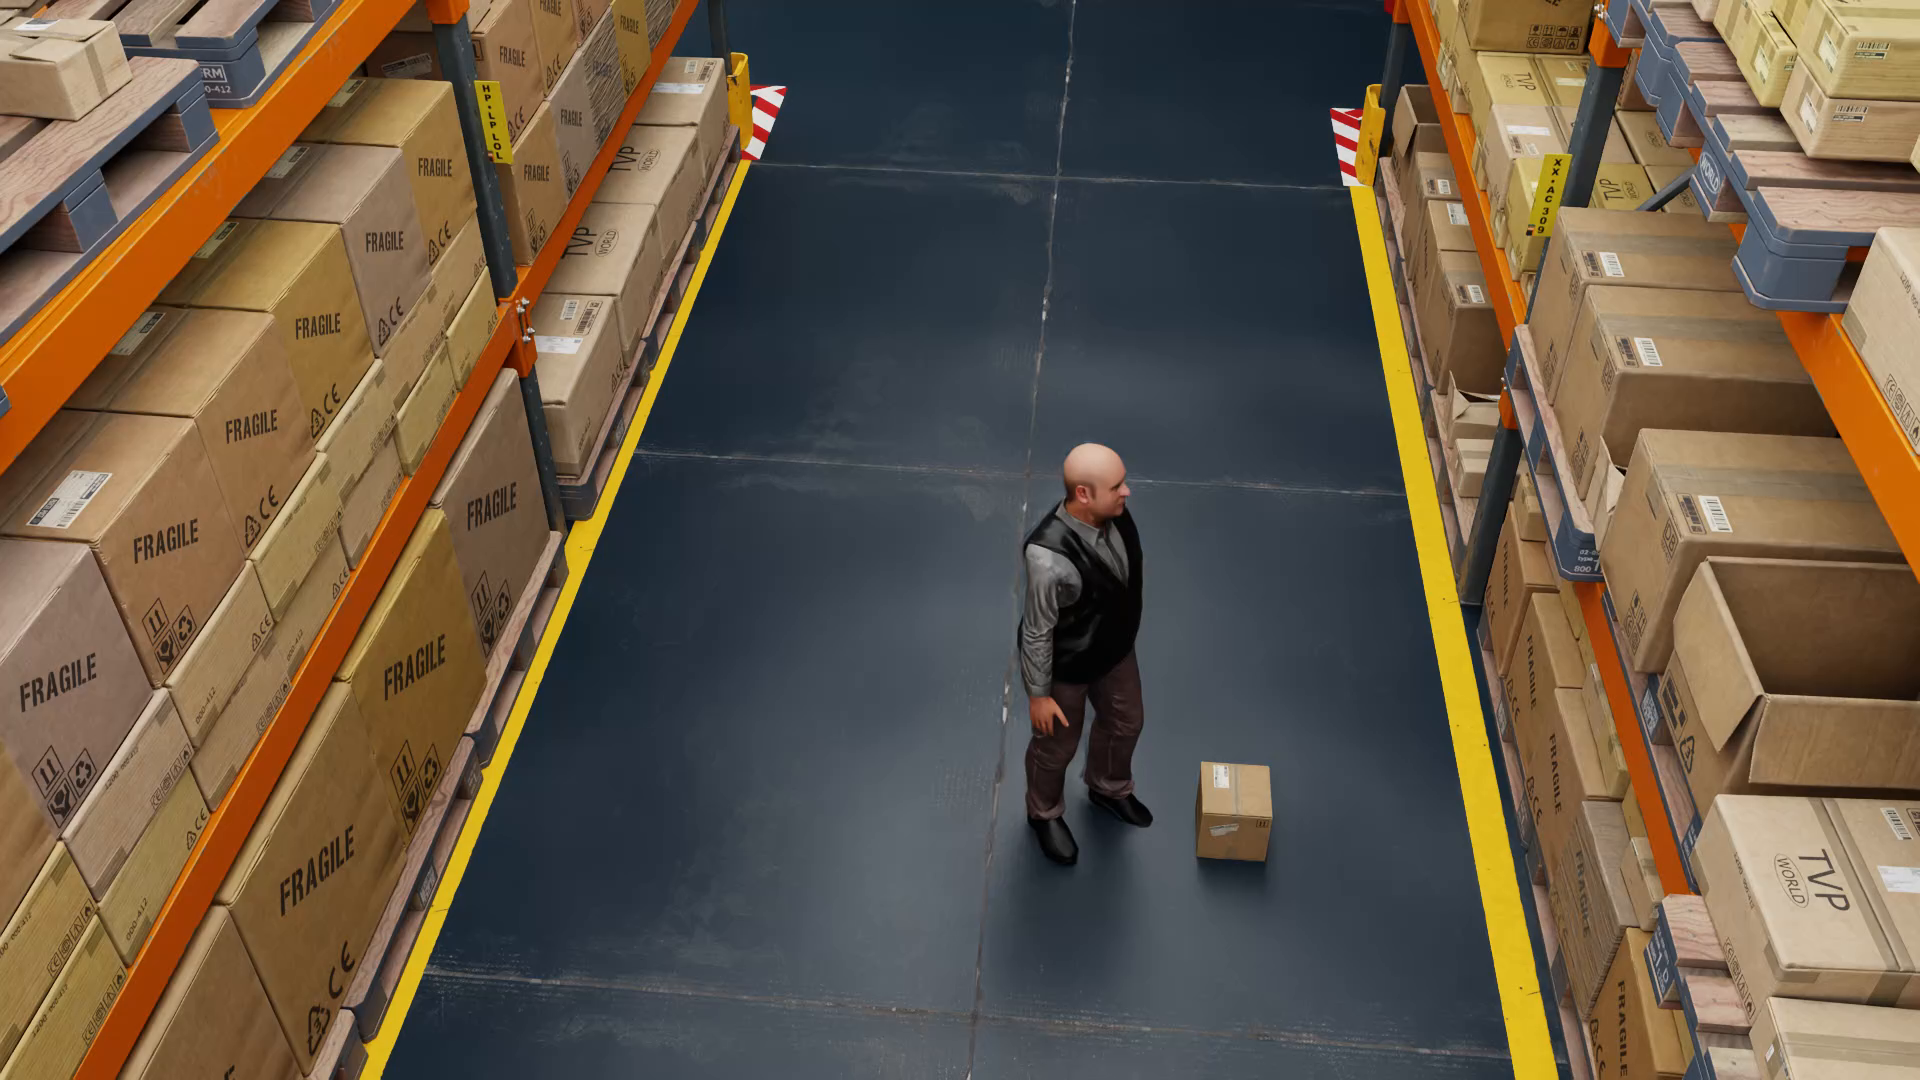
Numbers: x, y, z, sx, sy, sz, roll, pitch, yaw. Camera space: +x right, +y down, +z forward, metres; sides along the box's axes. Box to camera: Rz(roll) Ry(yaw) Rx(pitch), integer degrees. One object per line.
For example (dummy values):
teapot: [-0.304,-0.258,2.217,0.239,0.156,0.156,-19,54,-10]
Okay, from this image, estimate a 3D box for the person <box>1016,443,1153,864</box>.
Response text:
person: [0.428,0.435,5.685,0.454,1.782,0.599,28,47,30]
